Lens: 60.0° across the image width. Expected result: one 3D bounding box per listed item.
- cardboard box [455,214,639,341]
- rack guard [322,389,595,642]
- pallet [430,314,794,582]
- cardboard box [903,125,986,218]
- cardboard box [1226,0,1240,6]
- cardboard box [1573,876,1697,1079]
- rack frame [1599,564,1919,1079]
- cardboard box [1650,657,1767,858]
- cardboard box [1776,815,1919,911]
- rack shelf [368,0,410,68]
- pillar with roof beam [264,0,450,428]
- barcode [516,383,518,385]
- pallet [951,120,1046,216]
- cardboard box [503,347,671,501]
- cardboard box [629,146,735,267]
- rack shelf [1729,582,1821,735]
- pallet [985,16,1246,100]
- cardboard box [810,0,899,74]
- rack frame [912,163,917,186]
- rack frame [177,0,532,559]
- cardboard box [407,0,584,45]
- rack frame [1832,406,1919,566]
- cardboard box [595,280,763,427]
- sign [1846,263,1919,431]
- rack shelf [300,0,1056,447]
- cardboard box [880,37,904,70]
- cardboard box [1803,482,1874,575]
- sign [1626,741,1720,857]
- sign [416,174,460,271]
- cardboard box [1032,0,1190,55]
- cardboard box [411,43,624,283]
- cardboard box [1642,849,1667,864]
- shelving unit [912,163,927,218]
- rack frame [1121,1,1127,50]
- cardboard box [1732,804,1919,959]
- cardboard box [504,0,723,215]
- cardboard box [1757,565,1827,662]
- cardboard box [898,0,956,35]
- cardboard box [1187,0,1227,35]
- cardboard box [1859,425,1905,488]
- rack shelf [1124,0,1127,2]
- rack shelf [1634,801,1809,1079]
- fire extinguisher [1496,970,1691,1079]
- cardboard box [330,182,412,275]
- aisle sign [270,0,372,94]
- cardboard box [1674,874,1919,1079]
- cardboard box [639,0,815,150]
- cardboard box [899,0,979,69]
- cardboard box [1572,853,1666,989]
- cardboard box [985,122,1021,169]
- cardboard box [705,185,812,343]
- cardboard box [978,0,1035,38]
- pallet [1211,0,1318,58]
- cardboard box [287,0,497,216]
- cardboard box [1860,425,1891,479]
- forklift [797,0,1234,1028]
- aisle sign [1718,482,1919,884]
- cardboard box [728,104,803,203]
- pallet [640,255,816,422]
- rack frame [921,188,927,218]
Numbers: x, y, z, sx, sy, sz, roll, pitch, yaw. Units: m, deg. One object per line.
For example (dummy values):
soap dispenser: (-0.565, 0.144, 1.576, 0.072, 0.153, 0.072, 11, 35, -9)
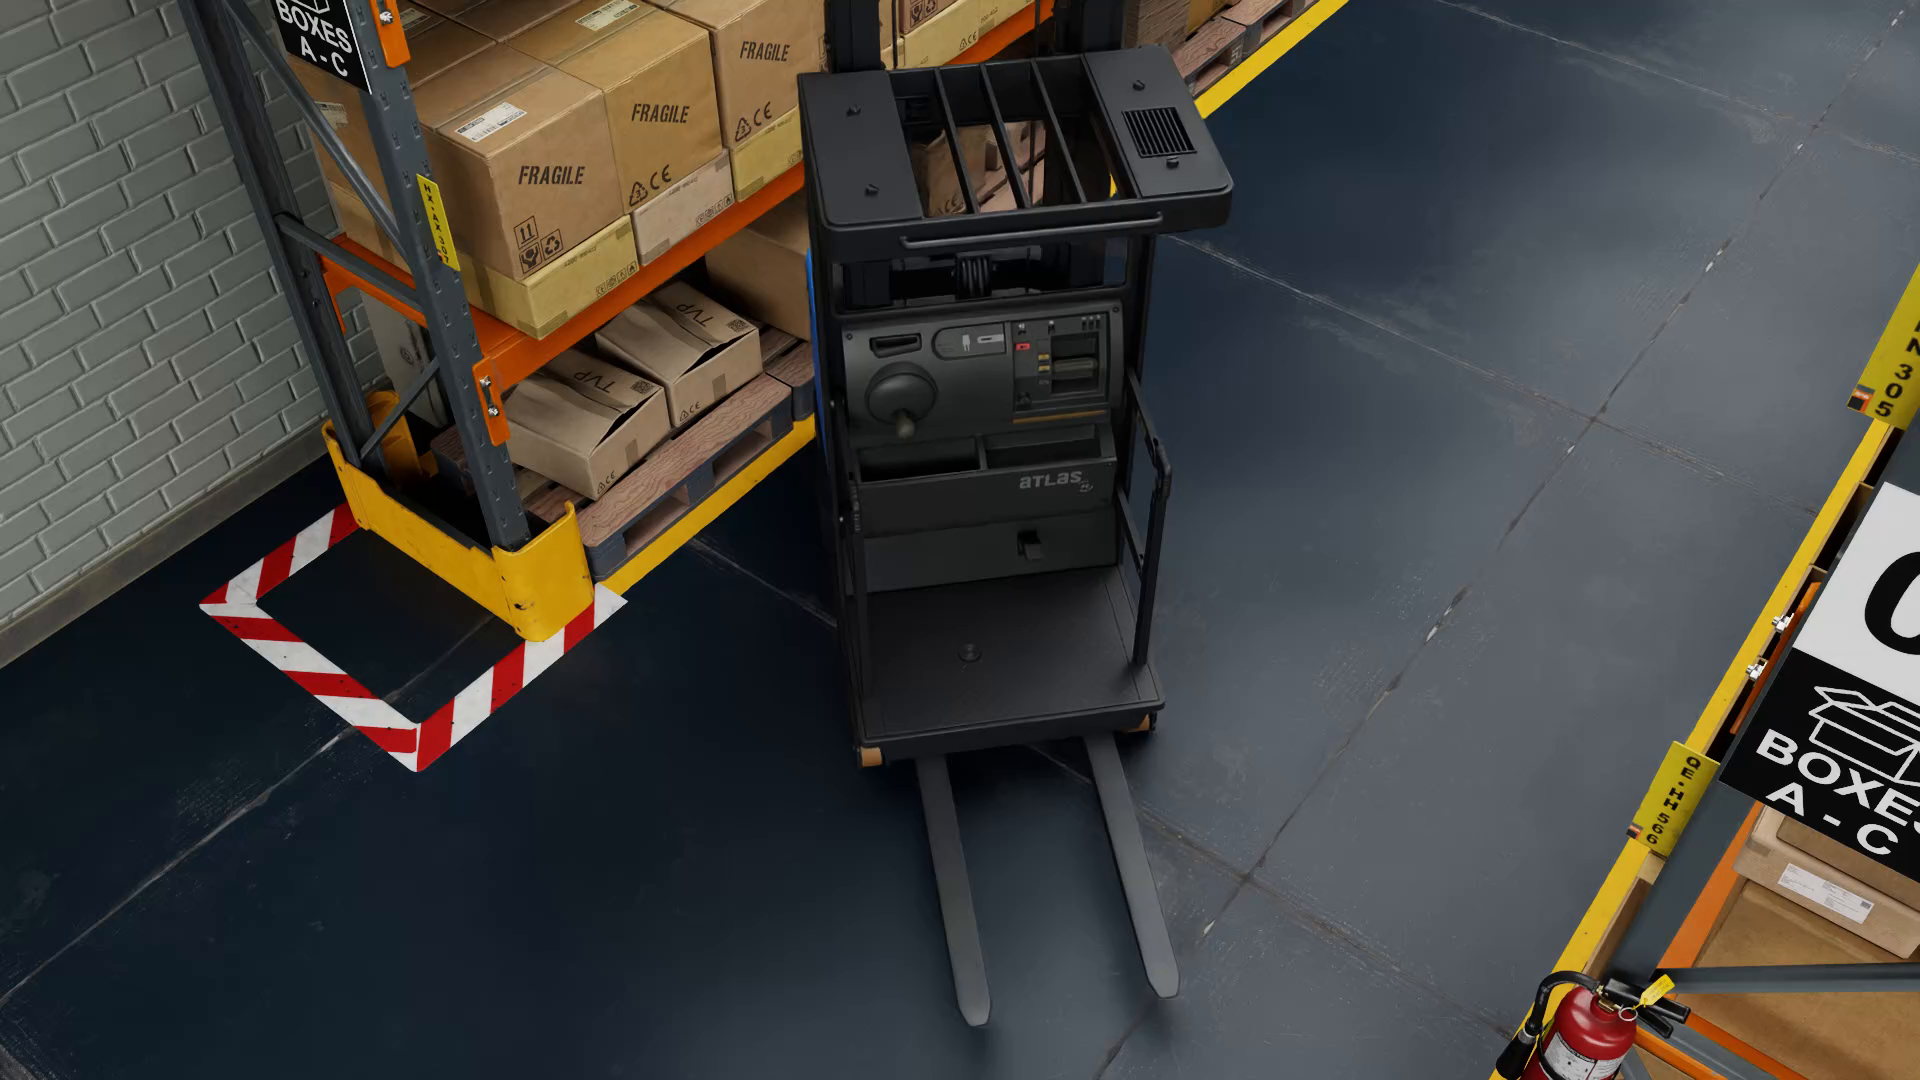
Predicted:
cardboard box: (-1.508, -1.022, 5.907, 0.500, 0.250, 0.500, 28, 52, 24)
rack guard: (-2.011, -0.108, 6.673, 1.175, 0.500, 0.348, 29, 53, 25)
pallet: (-1.486, -0.458, 7.206, 1.003, 0.211, 1.213, 29, 53, 25)
cardboard box: (-0.215, -1.894, 8.074, 0.500, 0.500, 0.500, 25, 51, 22)
cardboard box: (1.445, -3.526, 9.633, 0.700, 0.500, 0.500, 30, 53, 25)
cardboard box: (1.957, 1.367, 4.627, 0.500, 0.500, 0.500, 29, 53, 25)
rack frame: (1.865, 1.260, 3.637, 1.000, 3.000, 0.127, 29, 53, 25)
cardboard box: (2.557, 0.788, 5.180, 0.500, 0.500, 0.500, 29, 53, 25)
cardboard box: (2.193, 0.485, 3.411, 0.700, 0.500, 0.500, 29, 53, 25)
rack shelf: (-0.834, -2.860, 5.996, 1.077, 0.370, 4.000, 29, 53, 25)
pillar with roof beam: (1.093, -1.880, 2.488, 9.100, 9.000, 0.400, 29, 53, 25)
barcode: (-1.868, -0.698, 7.056, 0.001, 0.075, 0.075, 29, 53, 25)
pallet: (0.006, -1.854, 8.540, 1.003, 0.211, 1.213, 29, 53, 25)
cardboard box: (-1.563, -0.508, 6.880, 0.500, 0.311, 0.500, 24, 51, 21)
cardboard box: (-1.201, -1.326, 6.197, 0.500, 0.250, 0.500, 28, 52, 24)
rack shelf: (3.088, -0.673, 3.906, 1.077, 0.370, 4.000, 29, 53, 25)
pallet: (0.863, -2.700, 9.348, 1.003, 0.211, 1.213, 29, 53, 25)
cardboard box: (-0.590, -2.155, 6.470, 0.500, 0.500, 0.500, 31, 54, 26)
rack frame: (-0.292, -1.086, 7.123, 0.240, 1.200, 0.006, -9, 47, -9)
rack frame: (-2.057, -0.928, 5.727, 1.000, 3.000, 0.127, 29, 53, 25)
cardboard box: (-1.622, -1.790, 6.121, 0.500, 0.500, 0.500, 30, 53, 25)
rack frame: (1.865, -0.813, 1.468, 1.000, 3.000, 0.127, 29, 53, 25)
cardboard box: (-1.214, -0.834, 7.192, 0.500, 0.311, 0.500, 34, 55, 28)
sign: (1.444, -0.303, 2.498, 0.100, 0.325, 0.005, 29, 53, 25)
rack shelf: (-0.834, -1.824, 7.080, 1.077, 0.370, 4.000, 29, 53, 25)
cardboard box: (-0.574, -1.903, 6.748, 0.500, 0.250, 0.500, 30, 53, 25)
cardboard box: (3.168, 0.216, 5.727, 0.500, 0.500, 0.500, 29, 53, 25)
sign: (1.444, 0.530, 3.370, 0.100, 0.325, 0.005, 29, 53, 25)
sign: (-1.628, -0.988, 5.185, 0.100, 0.325, 0.005, 29, 53, 25)
cardboard box: (0.825, -2.934, 9.068, 0.700, 0.500, 0.500, 31, 54, 26)
cardboard box: (-1.527, -1.283, 5.637, 0.500, 0.500, 0.500, 29, 53, 25)
cardboard box: (2.560, 1.048, 5.450, 0.500, 0.250, 0.500, 29, 53, 25)
shelving unit: (-0.272, -1.022, 7.061, 0.258, 1.200, 0.189, -9, 47, -9)
rack frame: (0.388, -3.217, 7.914, 1.000, 3.000, 0.127, 29, 53, 25)
cardboard box: (1.948, 0.698, 3.656, 0.380, 0.149, 0.250, 28, 53, 24)
cardboard box: (-1.217, -1.561, 5.903, 0.500, 0.500, 0.500, 29, 53, 25)
cardboard box: (2.864, 0.503, 5.453, 0.500, 0.500, 0.500, 29, 53, 25)
cardboard box: (-0.273, -2.453, 6.754, 0.500, 0.500, 0.500, 28, 52, 24)
cardboard box: (1.101, -3.252, 9.371, 0.700, 0.500, 0.500, 28, 52, 24)
cardboard box: (3.480, -0.067, 5.997, 0.500, 0.500, 0.500, 29, 53, 25)
rack shelf: (1.611, -4.113, 9.267, 1.077, 0.370, 4.000, 29, 53, 25)
rack shelf: (3.088, 0.364, 4.990, 1.077, 0.370, 4.000, 29, 53, 25)
fire extinguisher: (1.425, 1.149, 3.797, 0.296, 0.674, 0.183, 29, 53, 25)
cardboard box: (-1.925, -1.237, 6.111, 0.500, 0.250, 0.500, 30, 53, 25)
aisle sign: (-1.864, -1.653, 4.621, 0.394, 0.787, 0.004, 29, 53, 25)
cardboard box: (2.161, 0.964, 3.851, 0.700, 0.500, 0.500, 29, 53, 25)
cardboard box: (-0.897, -1.854, 6.183, 0.500, 0.500, 0.500, 28, 52, 24)
cardboard box: (-0.268, -2.191, 7.023, 0.500, 0.250, 0.500, 29, 53, 25)
cardboard box: (2.255, 1.335, 5.176, 0.500, 0.250, 0.500, 29, 53, 25)
cardboard box: (0.085, -2.071, 8.474, 0.380, 0.166, 0.250, 23, 50, 20)
cardboard box: (-0.726, -1.297, 7.504, 0.700, 0.500, 0.500, 26, 52, 23)
cardboard box: (0.027, -2.486, 7.305, 0.500, 0.250, 0.500, 29, 53, 25)
pallet: (1.609, -3.401, 10.018, 1.003, 0.211, 1.213, 29, 53, 25)
cardboard box: (-1.937, -1.506, 5.850, 0.500, 0.500, 0.500, 29, 53, 25)
cardboard box: (3.779, -0.357, 6.274, 0.500, 0.500, 0.500, 29, 53, 25)
forklift: (0.117, -0.465, 5.332, 1.130, 2.935, 3.031, -7, 47, -6)
aisle sign: (1.592, 0.269, 2.785, 0.394, 0.787, 0.004, 29, 53, 25)
cardboard box: (-0.885, -1.615, 6.473, 0.500, 0.250, 0.500, 28, 53, 24)
pallet: (-0.740, -1.153, 7.870, 1.003, 0.211, 1.213, 29, 53, 25)
rack frame: (-0.252, -0.957, 6.999, 0.240, 1.200, 0.006, -9, 47, -9)
